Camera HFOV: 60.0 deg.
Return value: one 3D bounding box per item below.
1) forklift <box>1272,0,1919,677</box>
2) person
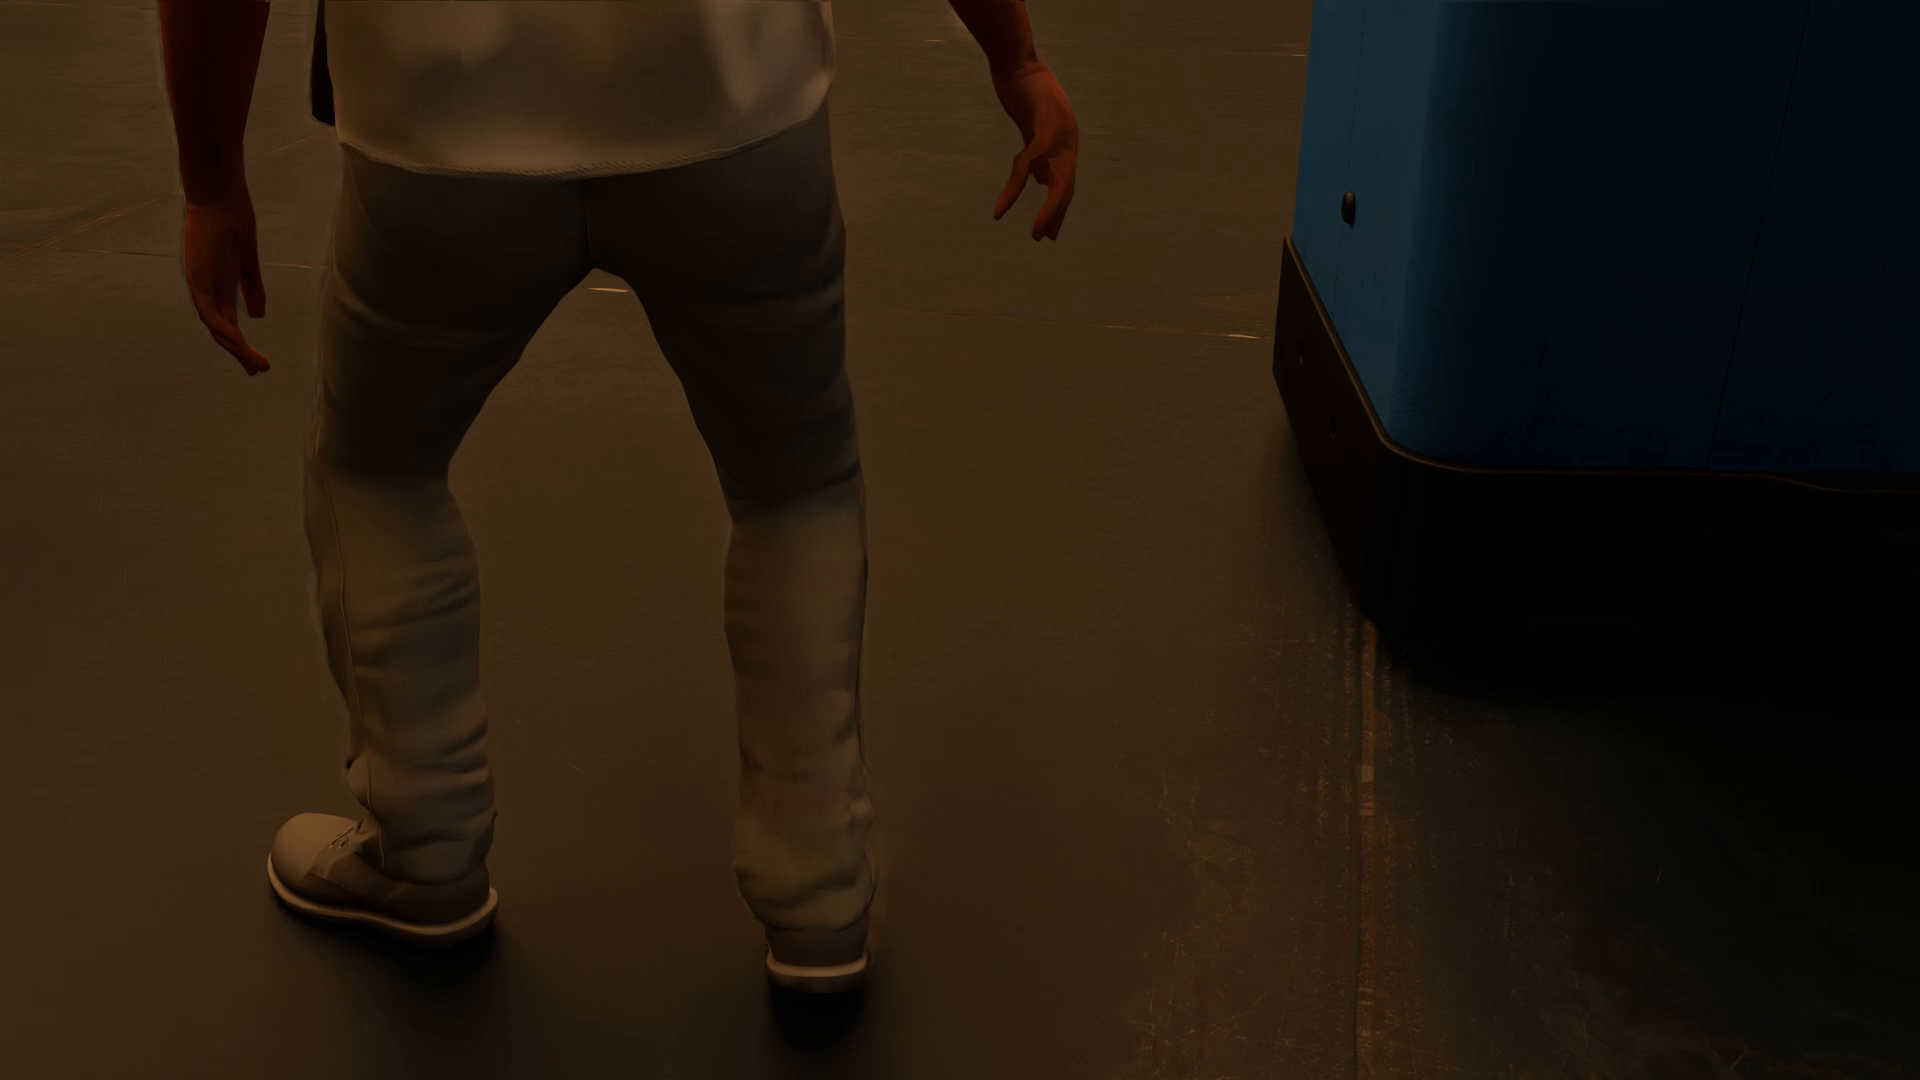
[{"bbox_3d":[2.048,-1.324,1.870,3.031,2.935,1.130,1,27,2],"label":"forklift"},{"bbox_3d":[-0.320,-0.330,1.442,0.840,1.645,0.506,-3,27,-5],"label":"person"}]
